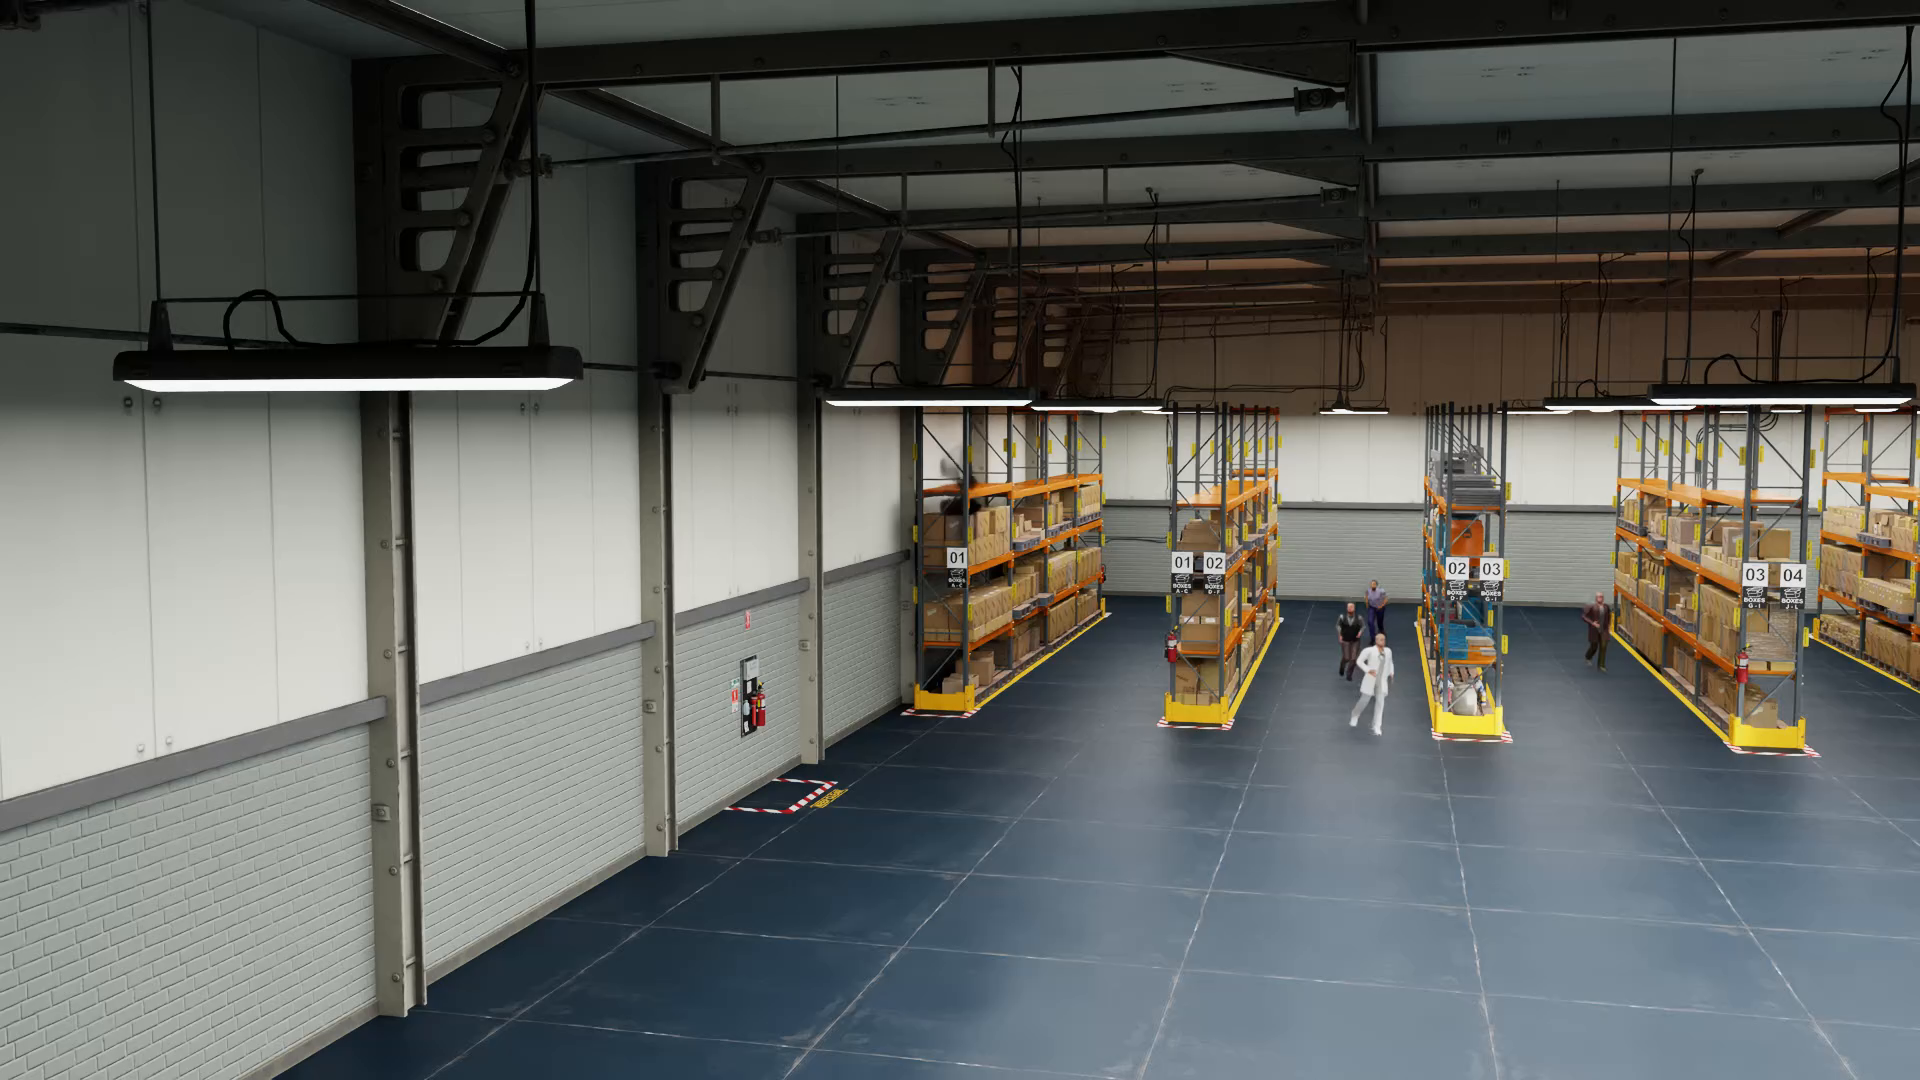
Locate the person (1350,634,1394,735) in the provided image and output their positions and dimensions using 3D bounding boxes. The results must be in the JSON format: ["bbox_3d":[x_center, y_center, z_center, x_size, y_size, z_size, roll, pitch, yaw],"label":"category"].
[{"bbox_3d":[7.601,2.592,30.317,0.763,1.765,1.034,-1,4,-7],"label":"person"}]

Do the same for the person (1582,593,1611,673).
[{"bbox_3d":[14.393,2.069,37.561,0.713,1.776,0.954,0,4,0],"label":"person"}]

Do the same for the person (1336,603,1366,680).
[{"bbox_3d":[8.508,2.213,36.177,0.651,1.693,0.607,1,4,9],"label":"person"}]

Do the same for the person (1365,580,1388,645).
[{"bbox_3d":[10.579,1.821,42.251,0.607,1.637,1.027,2,5,26],"label":"person"}]
